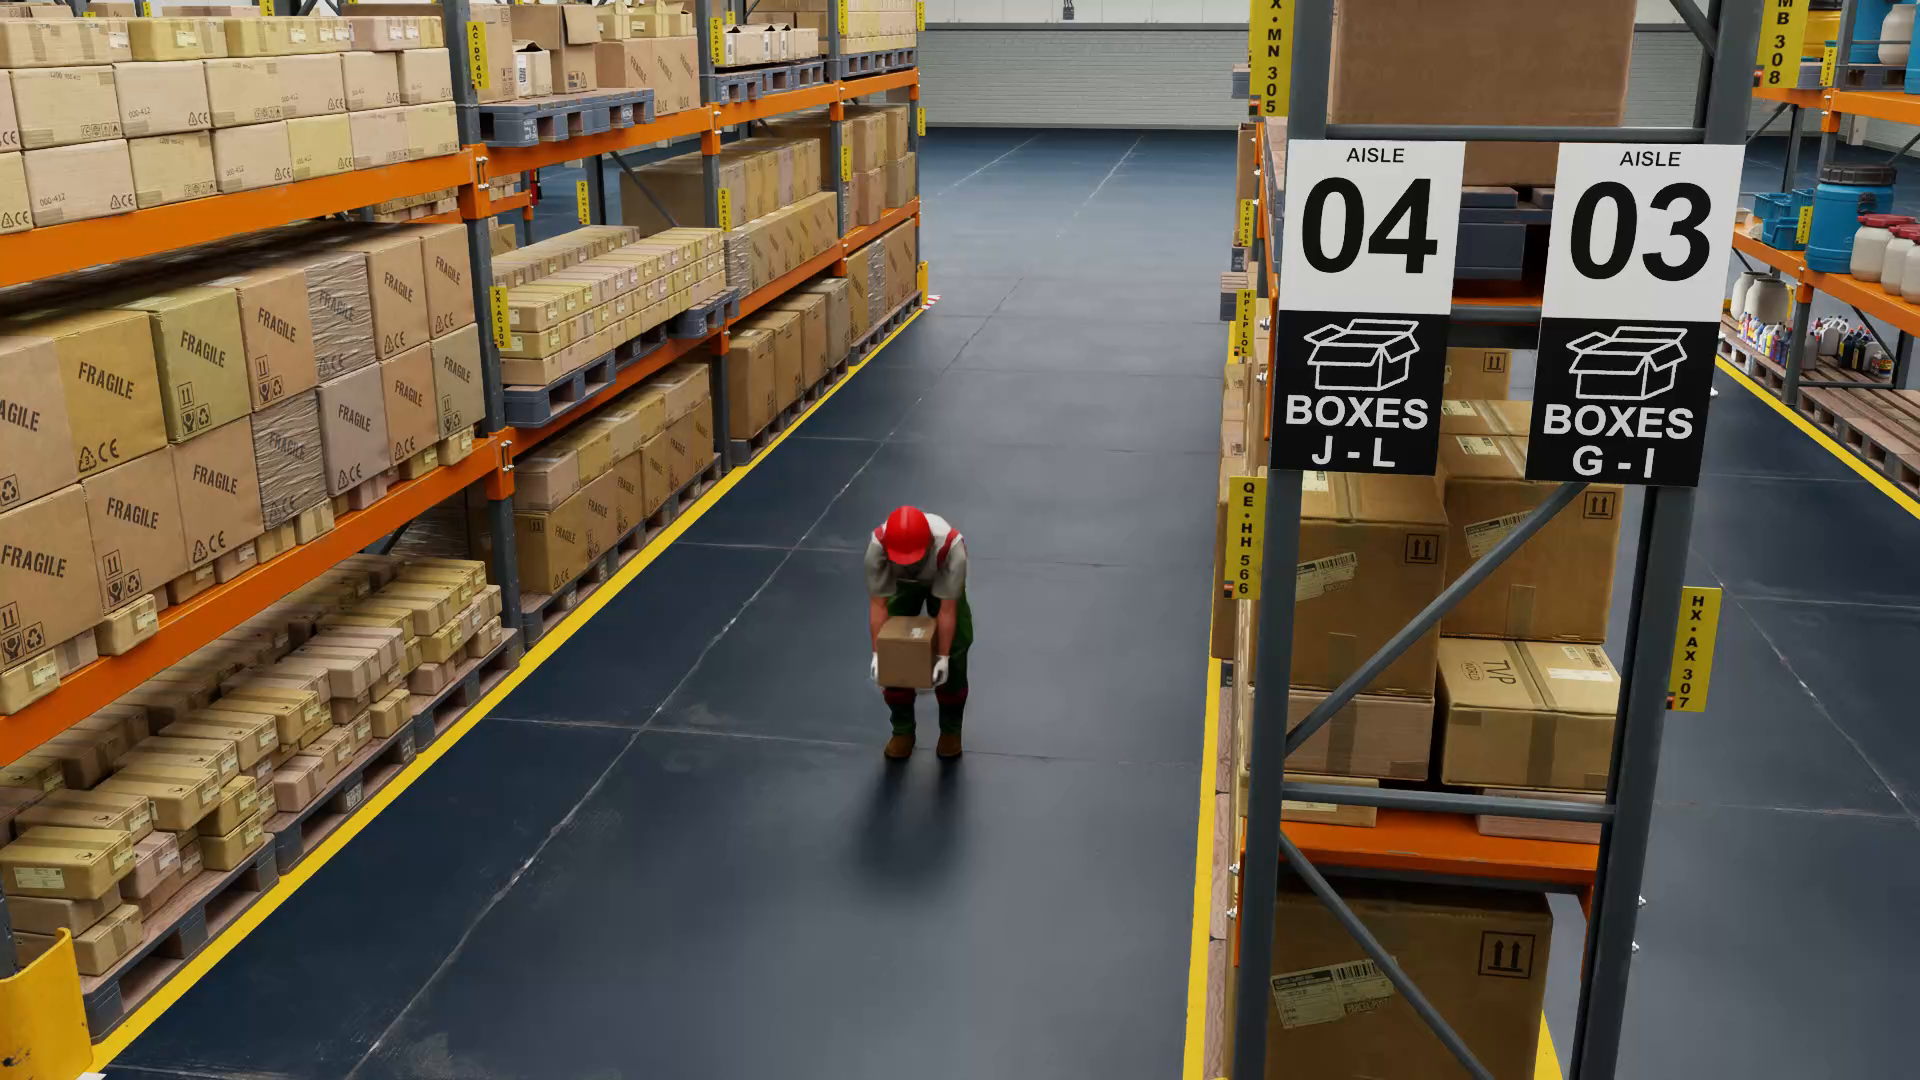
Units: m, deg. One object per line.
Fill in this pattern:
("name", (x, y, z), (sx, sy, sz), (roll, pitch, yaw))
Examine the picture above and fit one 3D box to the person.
("person", (-0.198, 0.417, 7.853), (0.488, 1.392, 0.888), (2, 18, 7))
